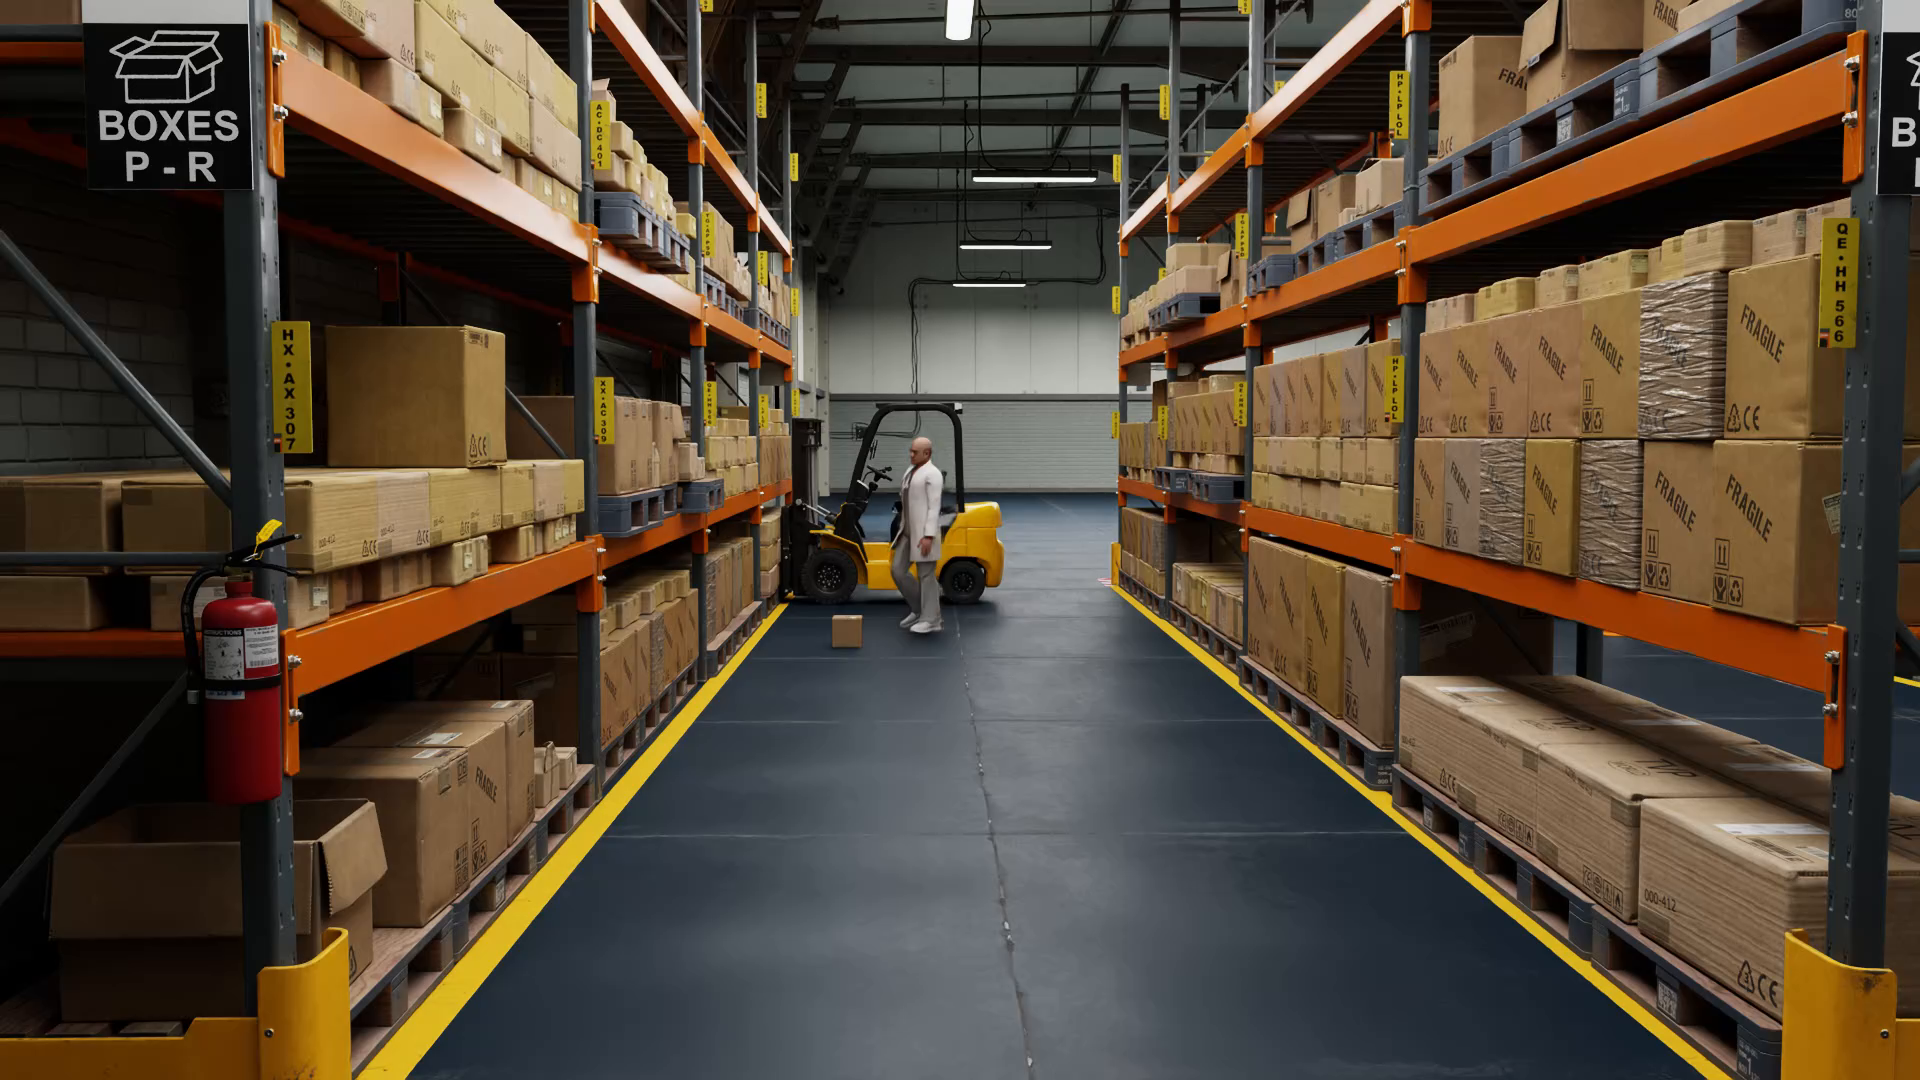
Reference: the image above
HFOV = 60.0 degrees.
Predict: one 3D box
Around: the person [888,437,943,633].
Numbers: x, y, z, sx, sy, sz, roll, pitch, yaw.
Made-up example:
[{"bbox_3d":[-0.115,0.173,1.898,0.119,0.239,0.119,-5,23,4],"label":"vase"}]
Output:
[{"bbox_3d":[-0.360,-0.047,15.099,0.496,1.774,0.653,-2,4,-31],"label":"person"}]
